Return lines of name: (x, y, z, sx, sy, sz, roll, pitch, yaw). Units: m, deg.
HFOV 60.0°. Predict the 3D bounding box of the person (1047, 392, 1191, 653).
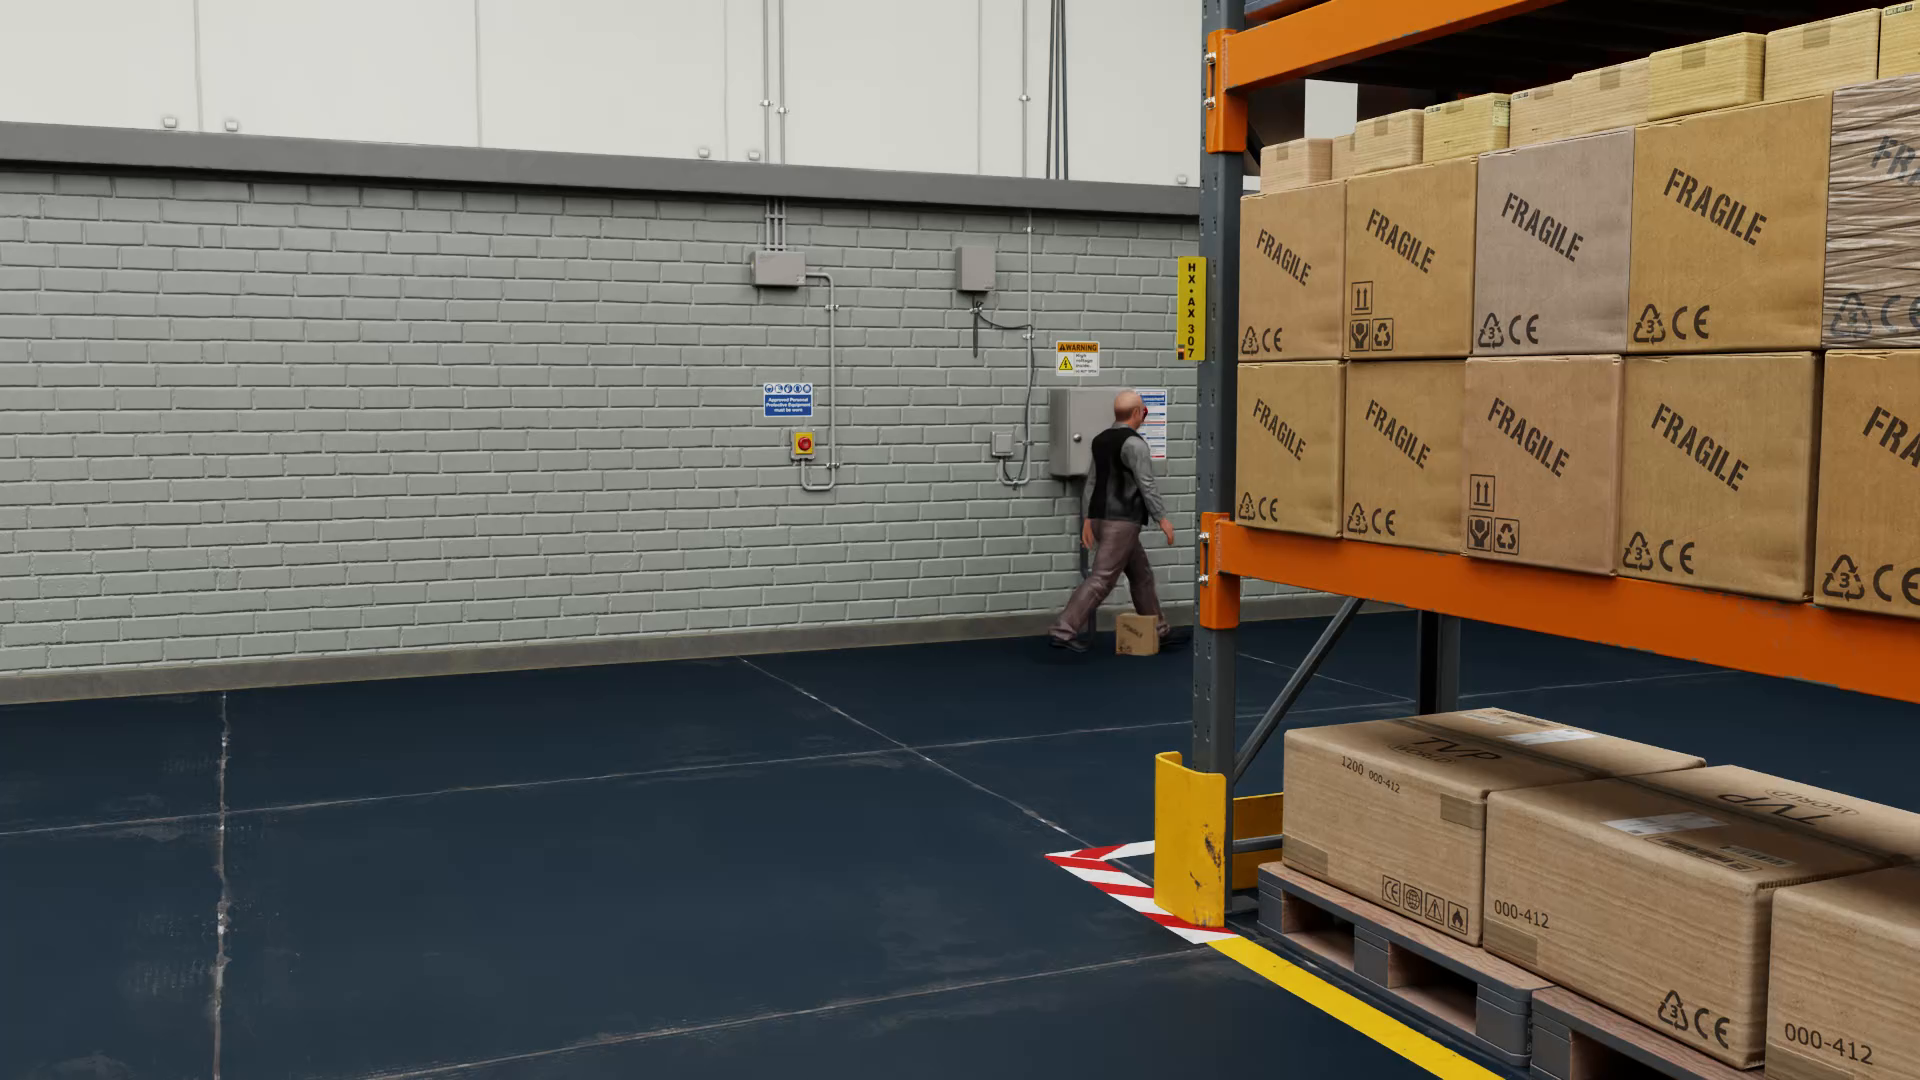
person: (1.034, -0.106, 10.544, 1.096, 1.665, 0.549, -2, 6, -20)
